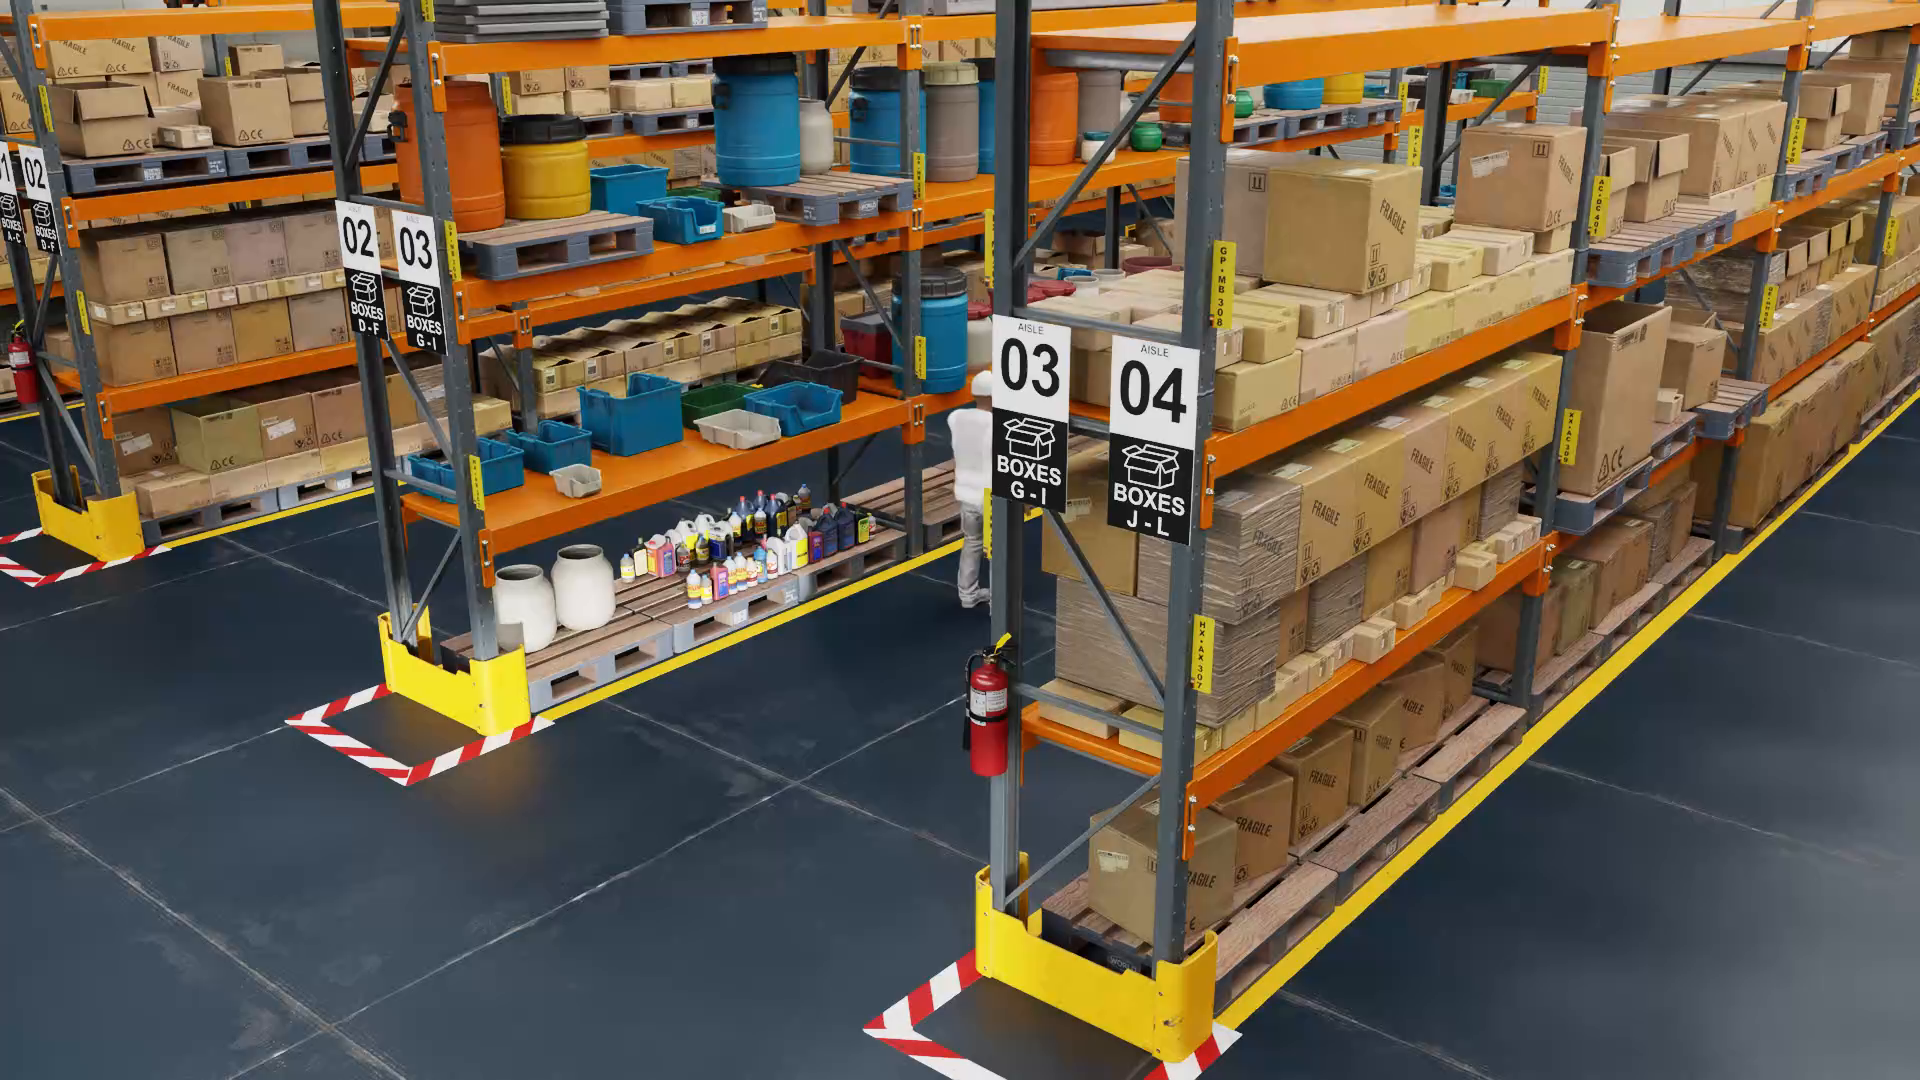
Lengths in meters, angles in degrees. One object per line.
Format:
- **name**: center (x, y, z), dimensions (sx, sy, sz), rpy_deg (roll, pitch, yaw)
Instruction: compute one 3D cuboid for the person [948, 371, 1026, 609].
- **person**: center (0.198, -0.346, 11.992), dimensions (0.558, 1.786, 0.456), rpy_deg (15, 25, 36)
